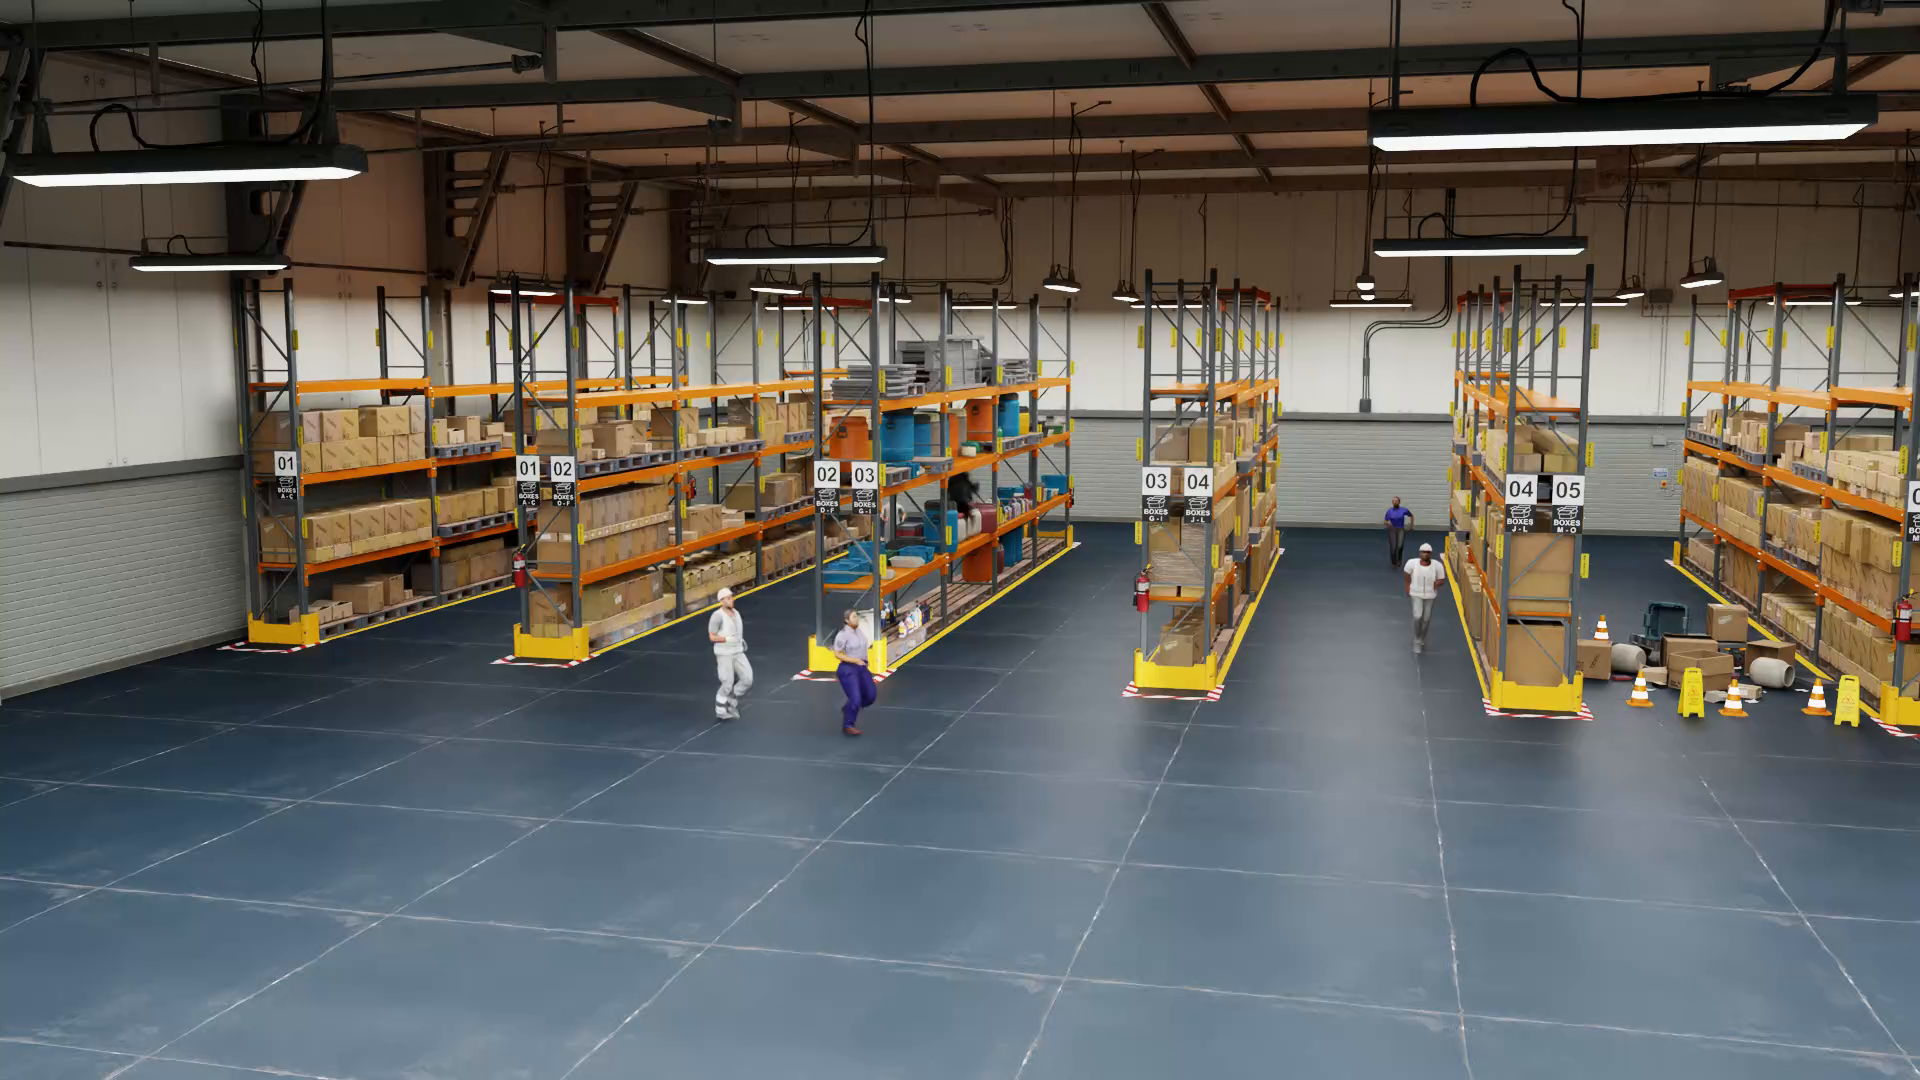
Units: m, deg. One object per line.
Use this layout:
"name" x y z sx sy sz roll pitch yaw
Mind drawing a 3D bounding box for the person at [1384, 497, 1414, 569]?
"person" 9.538 -0.143 36.223 0.600 1.611 0.751 3 7 22

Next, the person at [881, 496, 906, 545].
"person" -1.497 -0.244 36.954 0.577 1.640 0.867 0 7 3

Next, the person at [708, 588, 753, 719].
"person" -2.976 1.510 21.828 0.617 1.764 0.638 6 9 40

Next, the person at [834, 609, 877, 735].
"person" -1.332 1.681 21.178 0.561 1.588 0.600 5 8 35

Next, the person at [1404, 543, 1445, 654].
"person" 7.485 0.935 26.808 0.606 1.801 0.839 1 7 6
